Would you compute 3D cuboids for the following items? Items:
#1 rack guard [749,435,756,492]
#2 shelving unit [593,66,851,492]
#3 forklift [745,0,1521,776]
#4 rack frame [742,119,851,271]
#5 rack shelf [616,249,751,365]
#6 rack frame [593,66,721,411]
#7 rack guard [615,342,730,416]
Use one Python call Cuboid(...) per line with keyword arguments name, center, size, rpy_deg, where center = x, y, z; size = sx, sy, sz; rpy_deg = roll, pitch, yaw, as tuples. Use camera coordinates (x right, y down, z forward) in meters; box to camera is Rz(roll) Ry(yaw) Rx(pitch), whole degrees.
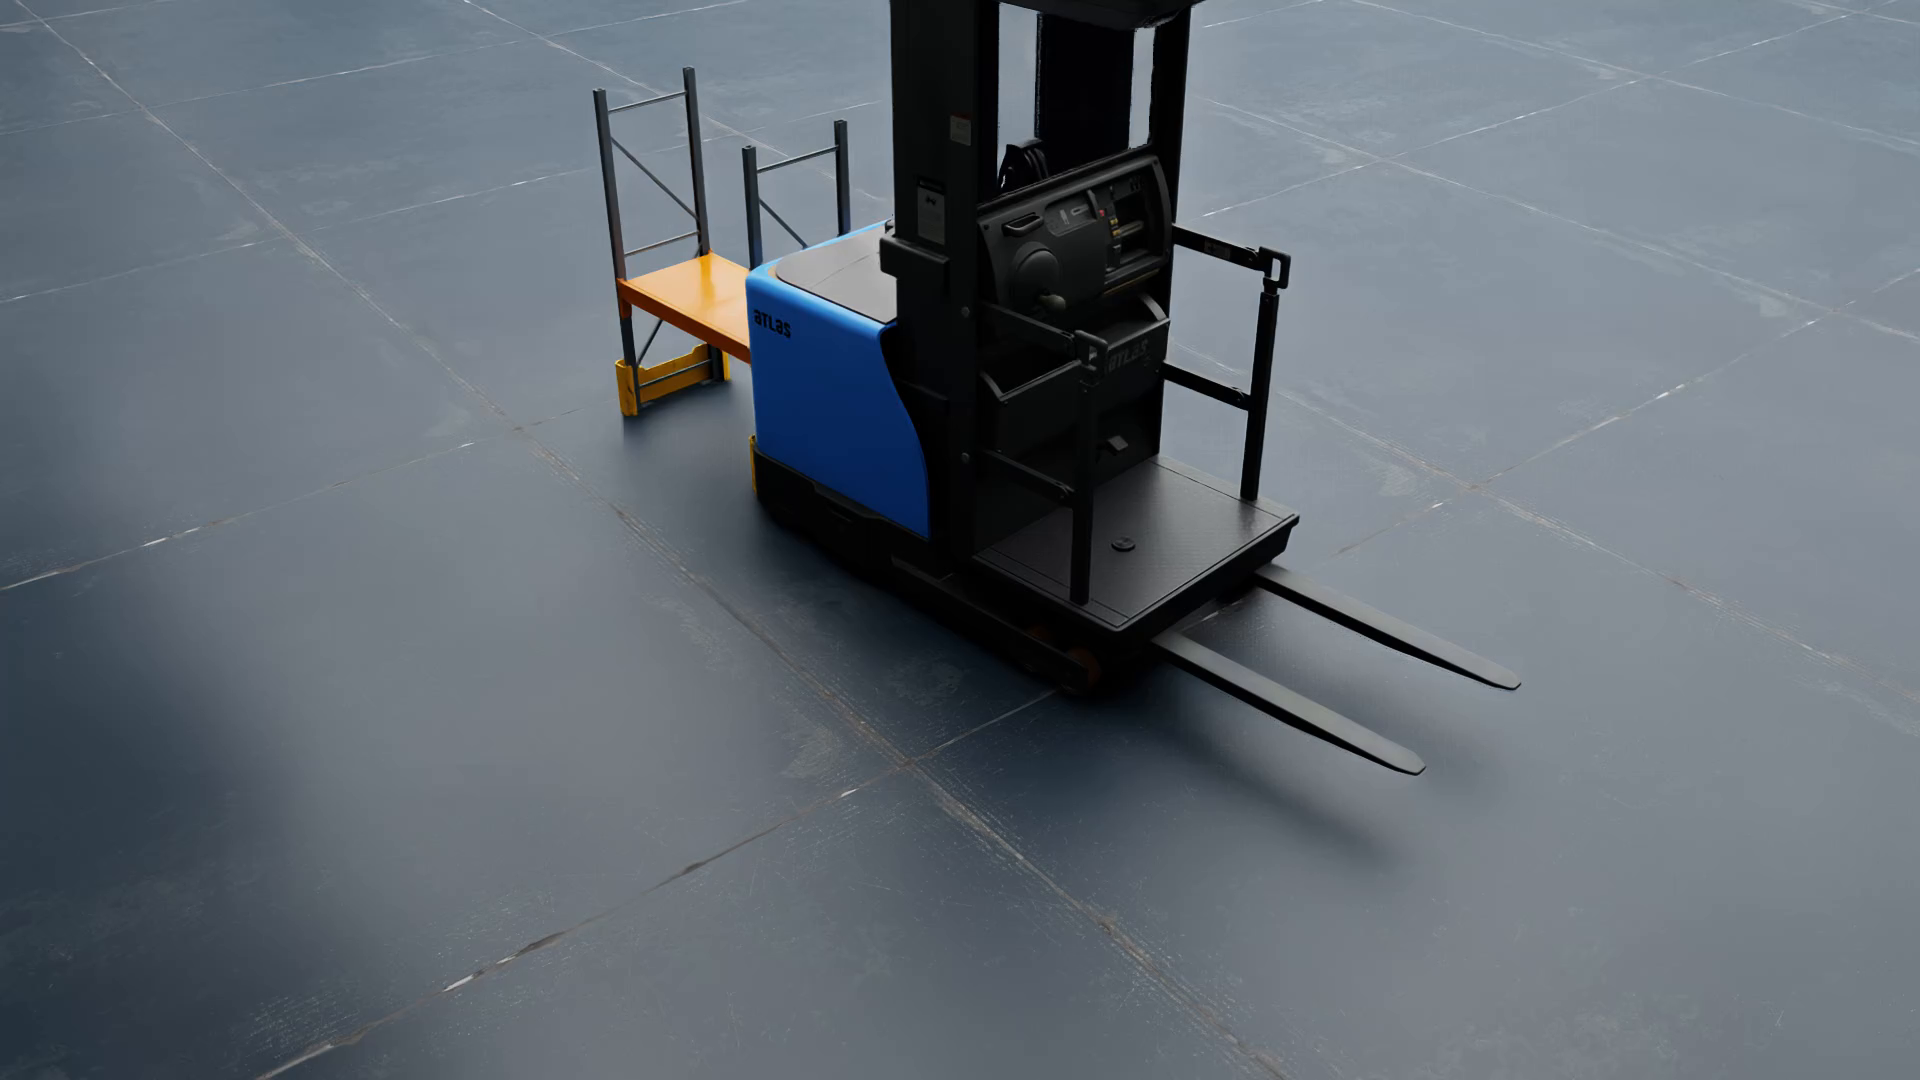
Cuboid(name="rack guard", center=(-0.651, -0.415, 7.181), size=(0.587, 0.250, 0.087), rpy_deg=(-27, 41, -36))
Cuboid(name="shelving unit", center=(-0.995, -1.136, 7.157), size=(0.587, 1.500, 1.083), rpy_deg=(-27, 41, -36))
Cuboid(name="forklift", center=(0.563, -1.010, 5.599), size=(3.031, 2.935, 1.130), rpy_deg=(27, 41, 36))
Cuboid(name="rack frame", center=(-0.638, -0.939, 6.840), size=(0.500, 1.500, 0.032), rpy_deg=(-27, 41, -36))
Cuboid(name="rack shelf", center=(-0.989, -0.980, 7.247), size=(0.538, 0.185, 1.000), rpy_deg=(-27, 41, -36))
Cuboid(name="rack frame", center=(-1.340, -1.326, 7.464), size=(0.500, 1.500, 0.032), rpy_deg=(-27, 41, -36))
Cuboid(name="rack guard", center=(-1.340, -0.795, 7.793), size=(0.587, 0.250, 0.087), rpy_deg=(-27, 41, -36))
